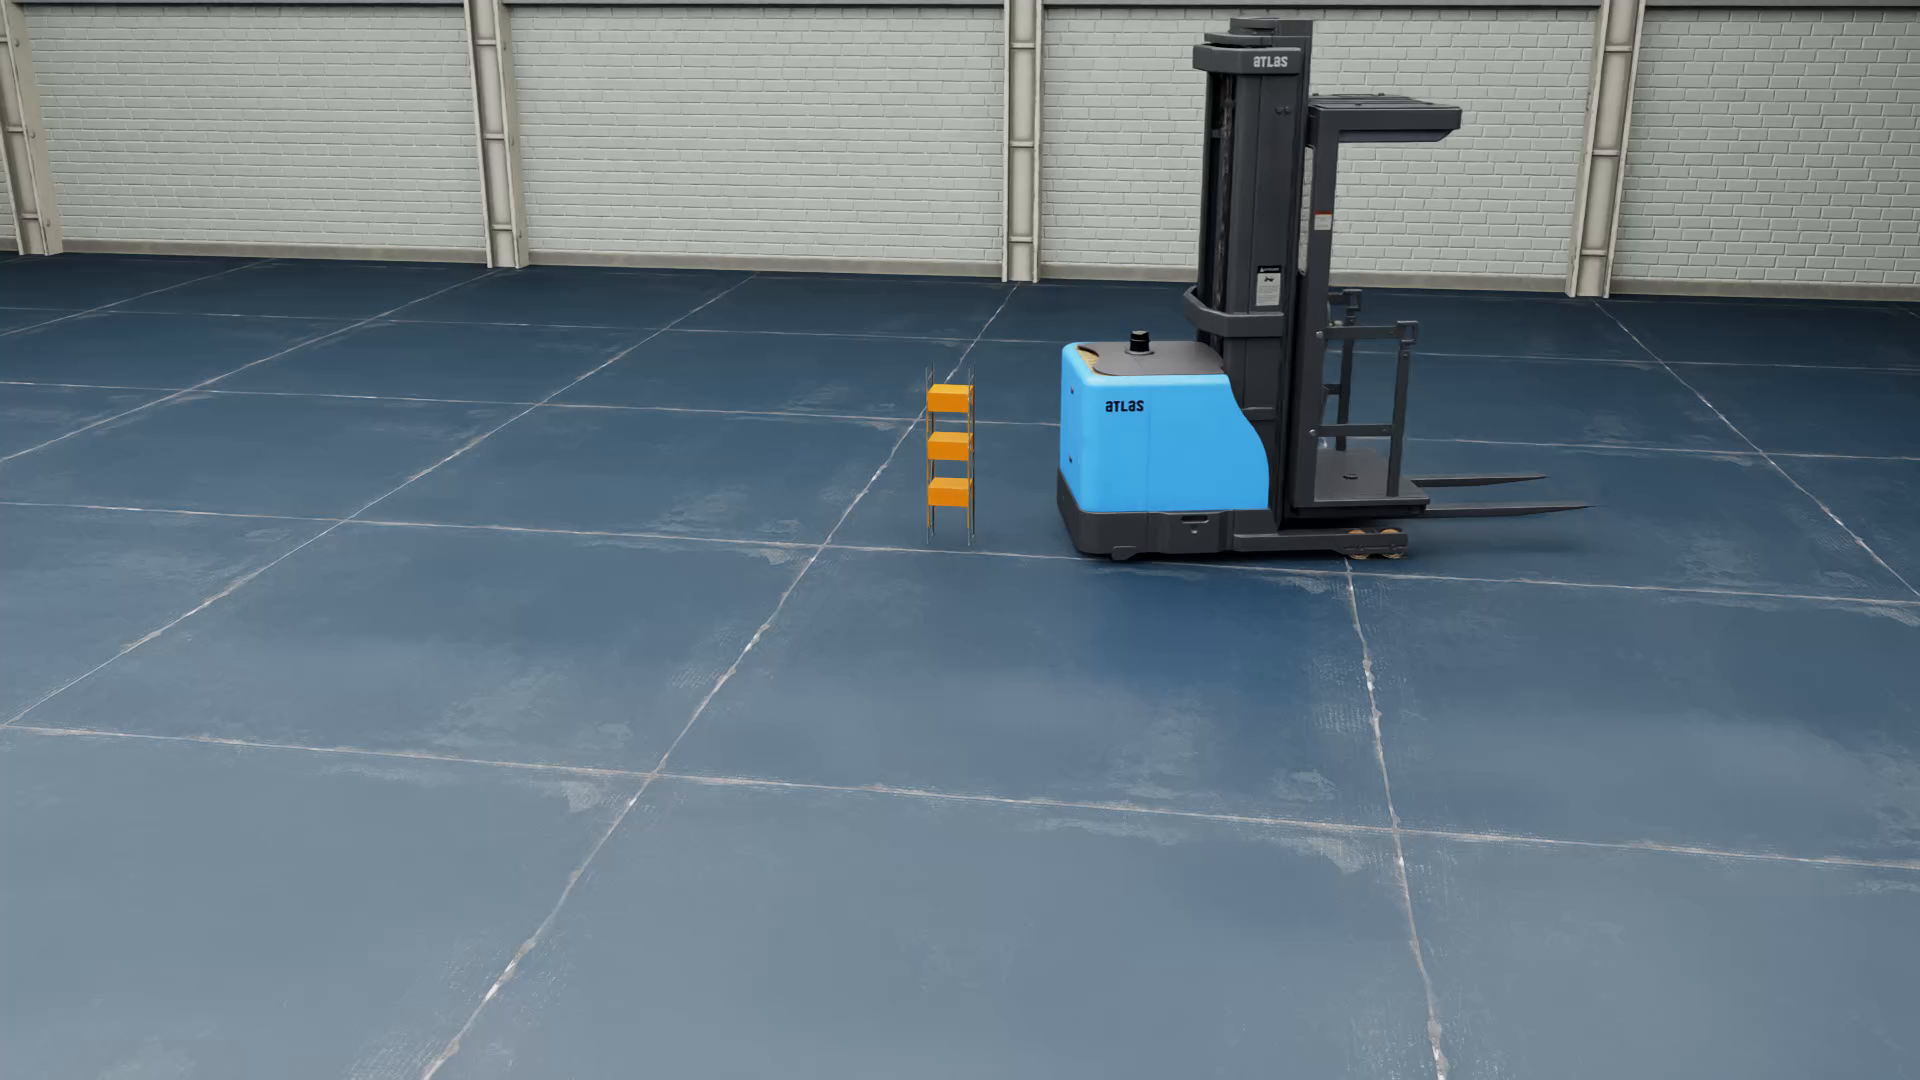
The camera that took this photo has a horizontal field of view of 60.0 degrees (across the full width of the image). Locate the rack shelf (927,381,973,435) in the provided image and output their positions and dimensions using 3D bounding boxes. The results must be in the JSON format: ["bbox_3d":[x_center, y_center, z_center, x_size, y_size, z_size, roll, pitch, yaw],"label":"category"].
[{"bbox_3d":[-0.053,-0.760,9.558,0.240,0.259,0.215,3,19,9],"label":"rack shelf"}]

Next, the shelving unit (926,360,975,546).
[{"bbox_3d":[-0.053,-0.501,9.645,0.252,1.050,0.215,3,19,9],"label":"shelving unit"}]

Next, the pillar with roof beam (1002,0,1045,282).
[{"bbox_3d":[-0.003,-5.805,12.971,0.400,9.000,9.100,3,19,9],"label":"pillar with roof beam"}]

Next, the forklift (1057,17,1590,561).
[{"bbox_3d":[2.140,-1.444,9.501,3.031,2.935,1.130,-1,19,-4],"label":"forklift"}]

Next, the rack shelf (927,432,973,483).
[{"bbox_3d":[-0.053,-0.491,9.648,0.240,0.259,0.215,3,19,9],"label":"rack shelf"}]

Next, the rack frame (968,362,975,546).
[{"bbox_3d":[0.068,-0.494,9.626,0.008,1.050,0.200,3,19,9],"label":"rack frame"}]

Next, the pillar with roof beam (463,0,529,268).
[{"bbox_3d":[-5.927,-6.107,13.874,0.400,9.000,9.100,3,19,9],"label":"pillar with roof beam"}]

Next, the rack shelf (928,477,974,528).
[{"bbox_3d":[-0.053,-0.227,9.736,0.240,0.259,0.215,3,19,9],"label":"rack shelf"}]

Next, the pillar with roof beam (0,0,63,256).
[{"bbox_3d":[-11.851,-6.409,14.776,0.400,9.000,9.100,3,19,9],"label":"pillar with roof beam"}]

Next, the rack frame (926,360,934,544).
[{"bbox_3d":[-0.173,-0.507,9.663,0.008,1.050,0.200,3,19,9],"label":"rack frame"}]

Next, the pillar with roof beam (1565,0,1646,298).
[{"bbox_3d":[5.921,-5.503,12.069,0.400,9.000,9.100,3,19,9],"label":"pillar with roof beam"}]
